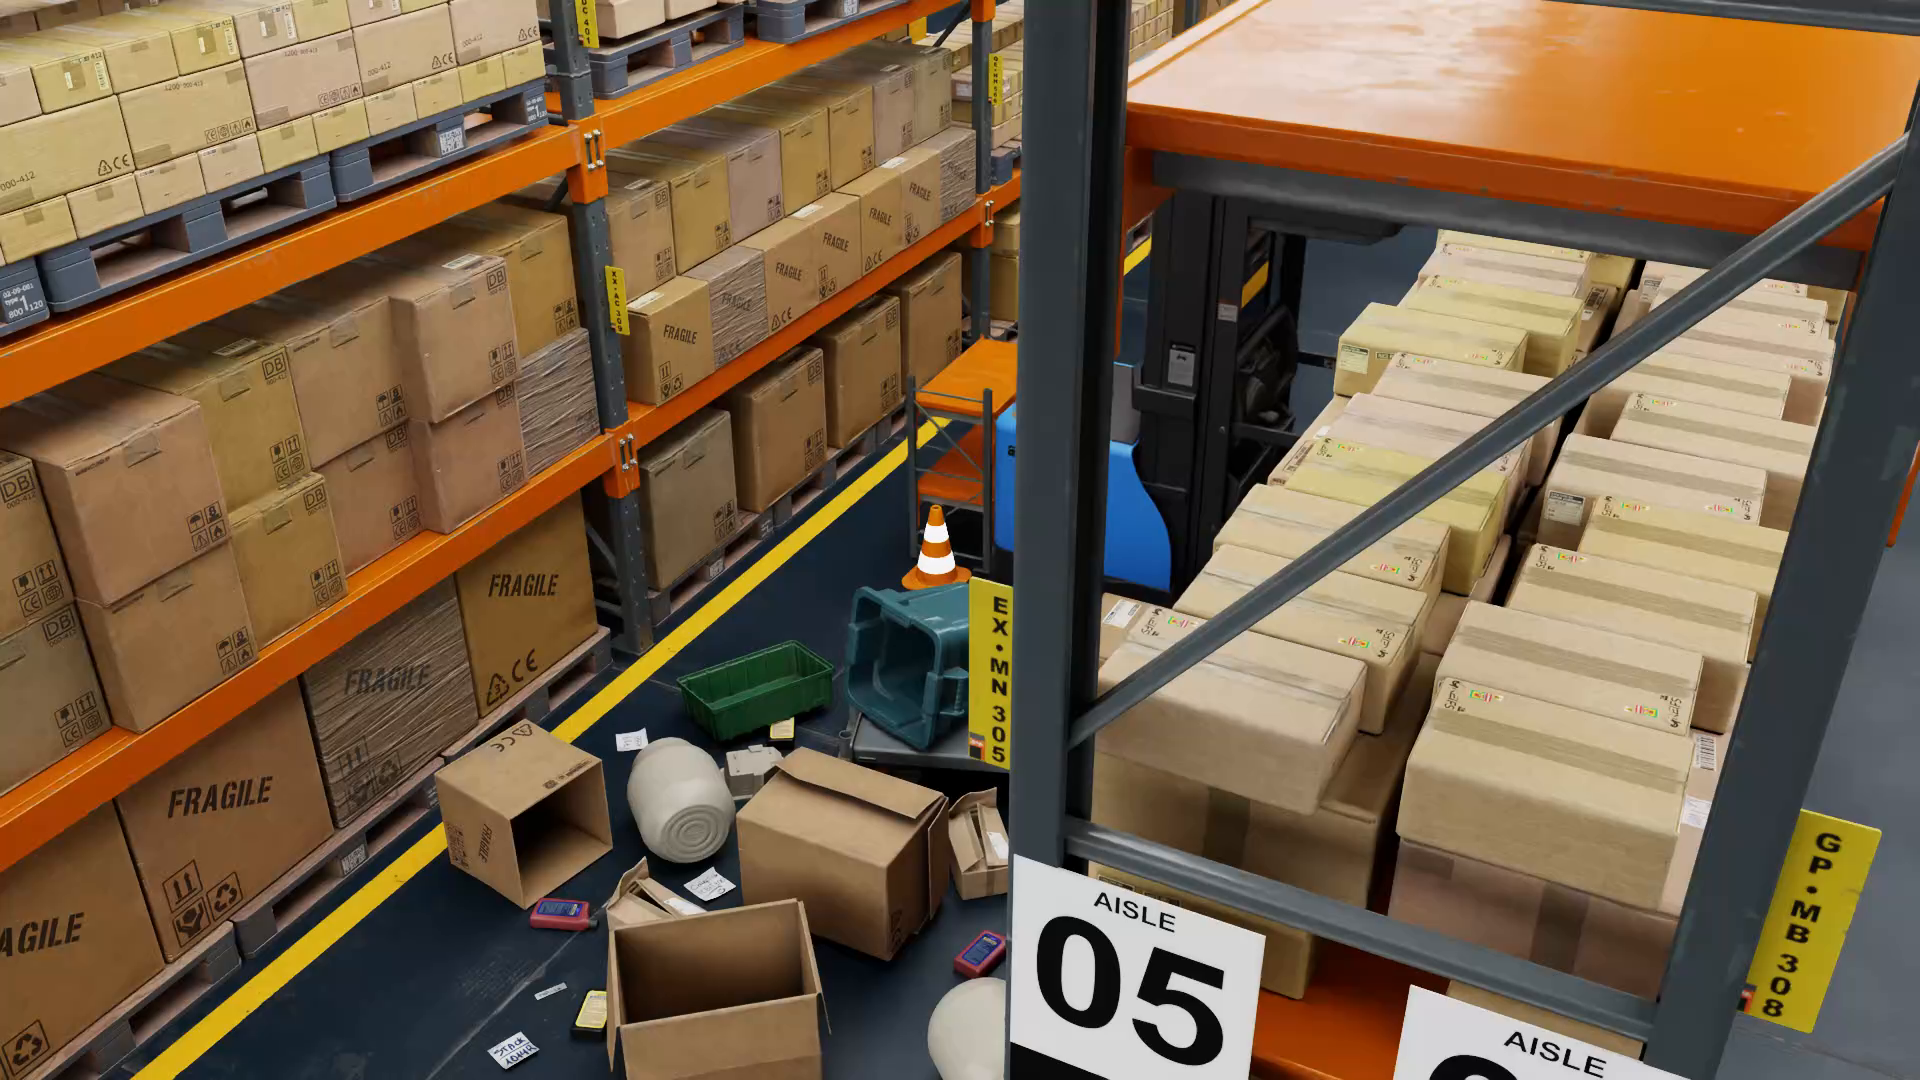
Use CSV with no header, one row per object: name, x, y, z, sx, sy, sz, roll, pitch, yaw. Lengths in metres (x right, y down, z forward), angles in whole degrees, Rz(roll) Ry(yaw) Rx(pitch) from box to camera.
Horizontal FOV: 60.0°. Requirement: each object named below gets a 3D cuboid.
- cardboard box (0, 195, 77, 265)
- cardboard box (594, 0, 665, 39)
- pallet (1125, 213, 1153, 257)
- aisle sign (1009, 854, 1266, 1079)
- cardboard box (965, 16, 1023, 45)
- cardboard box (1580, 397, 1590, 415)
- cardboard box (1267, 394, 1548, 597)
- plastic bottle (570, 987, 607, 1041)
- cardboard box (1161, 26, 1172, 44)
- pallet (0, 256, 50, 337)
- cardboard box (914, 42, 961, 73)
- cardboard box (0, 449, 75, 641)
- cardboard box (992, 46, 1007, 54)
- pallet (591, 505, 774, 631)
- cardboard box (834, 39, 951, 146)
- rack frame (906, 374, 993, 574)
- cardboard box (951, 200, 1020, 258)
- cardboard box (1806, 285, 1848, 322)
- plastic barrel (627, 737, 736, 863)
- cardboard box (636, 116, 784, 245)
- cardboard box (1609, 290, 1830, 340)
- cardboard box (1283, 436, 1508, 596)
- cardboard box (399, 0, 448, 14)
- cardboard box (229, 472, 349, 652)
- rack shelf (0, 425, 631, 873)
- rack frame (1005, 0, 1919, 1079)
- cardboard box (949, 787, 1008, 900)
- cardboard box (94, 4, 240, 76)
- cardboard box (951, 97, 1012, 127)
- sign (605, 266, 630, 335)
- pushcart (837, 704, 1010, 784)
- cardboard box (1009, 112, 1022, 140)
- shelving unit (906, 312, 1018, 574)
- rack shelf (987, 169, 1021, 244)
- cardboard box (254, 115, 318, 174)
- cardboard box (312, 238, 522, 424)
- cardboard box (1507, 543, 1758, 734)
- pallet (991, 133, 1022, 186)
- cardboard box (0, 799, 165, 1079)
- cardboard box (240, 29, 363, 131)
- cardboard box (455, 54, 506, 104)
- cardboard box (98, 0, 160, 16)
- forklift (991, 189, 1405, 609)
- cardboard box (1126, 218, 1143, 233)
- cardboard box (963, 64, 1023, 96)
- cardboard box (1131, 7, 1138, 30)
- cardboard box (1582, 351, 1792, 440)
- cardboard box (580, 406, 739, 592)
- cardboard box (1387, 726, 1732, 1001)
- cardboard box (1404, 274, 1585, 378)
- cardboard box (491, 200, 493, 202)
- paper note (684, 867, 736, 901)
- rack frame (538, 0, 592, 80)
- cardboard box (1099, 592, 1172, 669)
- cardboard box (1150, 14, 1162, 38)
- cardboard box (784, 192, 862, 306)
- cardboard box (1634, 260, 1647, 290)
cardboard box,-3.007,-0.997,5.193,0.380,0.149,0.250,14,33,23
cardboard box,-1.589,-2.505,7.701,0.258,0.266,0.396,14,33,22
pallet,1.205,-2.818,14.445,1.003,0.211,1.213,14,33,23
aisle sign,0.258,0.859,2.631,0.394,0.787,0.004,14,33,23
cardboard box,0.261,-3.940,12.832,0.380,0.149,0.250,15,33,25
cardboard box,1.673,-0.517,4.878,0.380,0.149,0.250,15,33,25
cardboard box,1.000,-0.081,3.719,0.500,0.250,0.500,15,33,25
plastic bottle,-1.416,1.830,6.501,0.133,0.061,0.283,4,30,6
cardboard box,1.553,-4.225,13.926,0.380,0.149,0.250,14,33,22
pallet,-3.580,-0.647,4.941,1.003,0.211,1.213,14,33,23
cardboard box,-0.213,-3.479,12.029,0.380,0.149,0.250,15,33,25
cardboard box,-3.537,-0.007,5.515,0.875,0.550,0.550,14,33,23
cardboard box,0.141,-3.696,12.706,0.380,0.149,0.250,15,33,25
pallet,-1.802,0.024,9.497,1.003,0.211,1.213,14,33,23
cardboard box,-0.478,-2.880,10.648,0.700,0.500,0.500,14,33,23
rack frame,-0.056,-0.354,9.204,0.500,1.125,0.032,12,31,21
cardboard box,0.265,-2.274,12.032,0.500,0.250,0.500,13,32,21
cardboard box,2.166,-0.723,4.437,0.380,0.149,0.250,15,33,25
plastic barrel,-1.238,1.142,7.336,0.421,0.421,0.512,-12,32,-20
cardboard box,-1.402,-1.977,9.076,0.700,0.500,0.500,15,33,24
cardboard box,1.930,-0.409,4.290,0.500,0.250,0.500,14,33,22
cardboard box,0.848,-0.053,3.270,0.380,0.149,0.250,15,33,24
cardboard box,-2.199,-2.132,6.367,0.380,0.149,0.250,14,33,23
cardboard box,-2.977,-0.006,6.597,0.875,0.550,0.500,14,33,23
rack shelf,-2.997,0.372,6.812,1.077,0.370,4.000,14,33,23
rack frame,0.544,-0.576,1.717,1.000,3.000,0.127,14,33,23
cardboard box,0.084,1.312,7.199,0.258,0.266,0.396,-7,31,-11
cardboard box,-2.661,-1.682,5.583,0.380,0.149,0.250,15,33,24
cardboard box,0.135,-2.970,11.442,0.380,0.149,0.250,16,33,25
sign,-1.592,-1.111,7.723,0.100,0.325,0.005,14,33,23
pushcart,0.314,0.894,7.814,1.648,0.377,0.936,4,30,6
cardboard box,0.242,-2.944,11.695,0.380,0.149,0.250,16,34,26
shelving unit,0.155,-0.579,9.608,0.538,1.125,1.048,12,31,21
rack shelf,0.647,-3.174,12.988,1.077,0.370,4.000,14,33,23
cardboard box,-2.546,-1.444,5.971,0.380,0.149,0.250,14,33,23
cardboard box,-2.432,-0.934,7.129,0.875,0.550,0.550,14,33,23
cardboard box,1.157,0.164,2.892,0.380,0.149,0.250,14,33,23
pallet,-0.034,-2.856,11.905,1.213,0.211,1.003,14,33,23
cardboard box,-3.658,1.371,6.063,0.875,0.875,0.875,14,33,24
cardboard box,-2.542,-1.695,6.007,0.500,0.250,0.500,14,33,23
cardboard box,-2.082,-1.898,6.761,0.380,0.149,0.250,15,33,24
cardboard box,-3.133,-1.941,6.034,0.380,0.149,0.250,14,33,23
forklift,1.724,-0.861,8.306,3.031,2.935,1.130,14,33,23
cardboard box,1.211,-2.858,13.804,0.500,0.500,0.500,13,33,22
cardboard box,0.239,-3.211,11.563,0.380,0.149,0.250,13,32,22
cardboard box,1.188,-4.132,13.166,0.380,0.149,0.250,14,33,23
cardboard box,1.609,-0.291,3.684,0.380,0.149,0.250,15,33,24
cardboard box,-1.884,-0.328,9.147,1.050,0.750,0.750,14,33,23
cardboard box,1.010,0.498,2.710,0.500,0.250,0.500,14,33,22
cardboard box,1.298,-0.512,4.069,0.380,0.149,0.250,15,33,24
cardboard box,-4.301,-3.331,14.251,1.225,0.875,0.875,13,32,21
paper note,-1.076,1.482,7.147,0.155,0.023,0.172,-25,38,-36
rack frame,-2.086,-3.428,6.683,1.000,3.000,0.127,14,33,23
cardboard box,0.768,0.617,7.413,0.500,0.500,0.500,14,33,23
cardboard box,1.434,-4.237,13.647,0.380,0.149,0.250,15,33,24
cardboard box,-0.916,-1.712,9.618,0.500,0.500,0.500,15,33,24
cardboard box,1.922,-0.980,5.284,0.500,0.250,0.500,14,33,22
